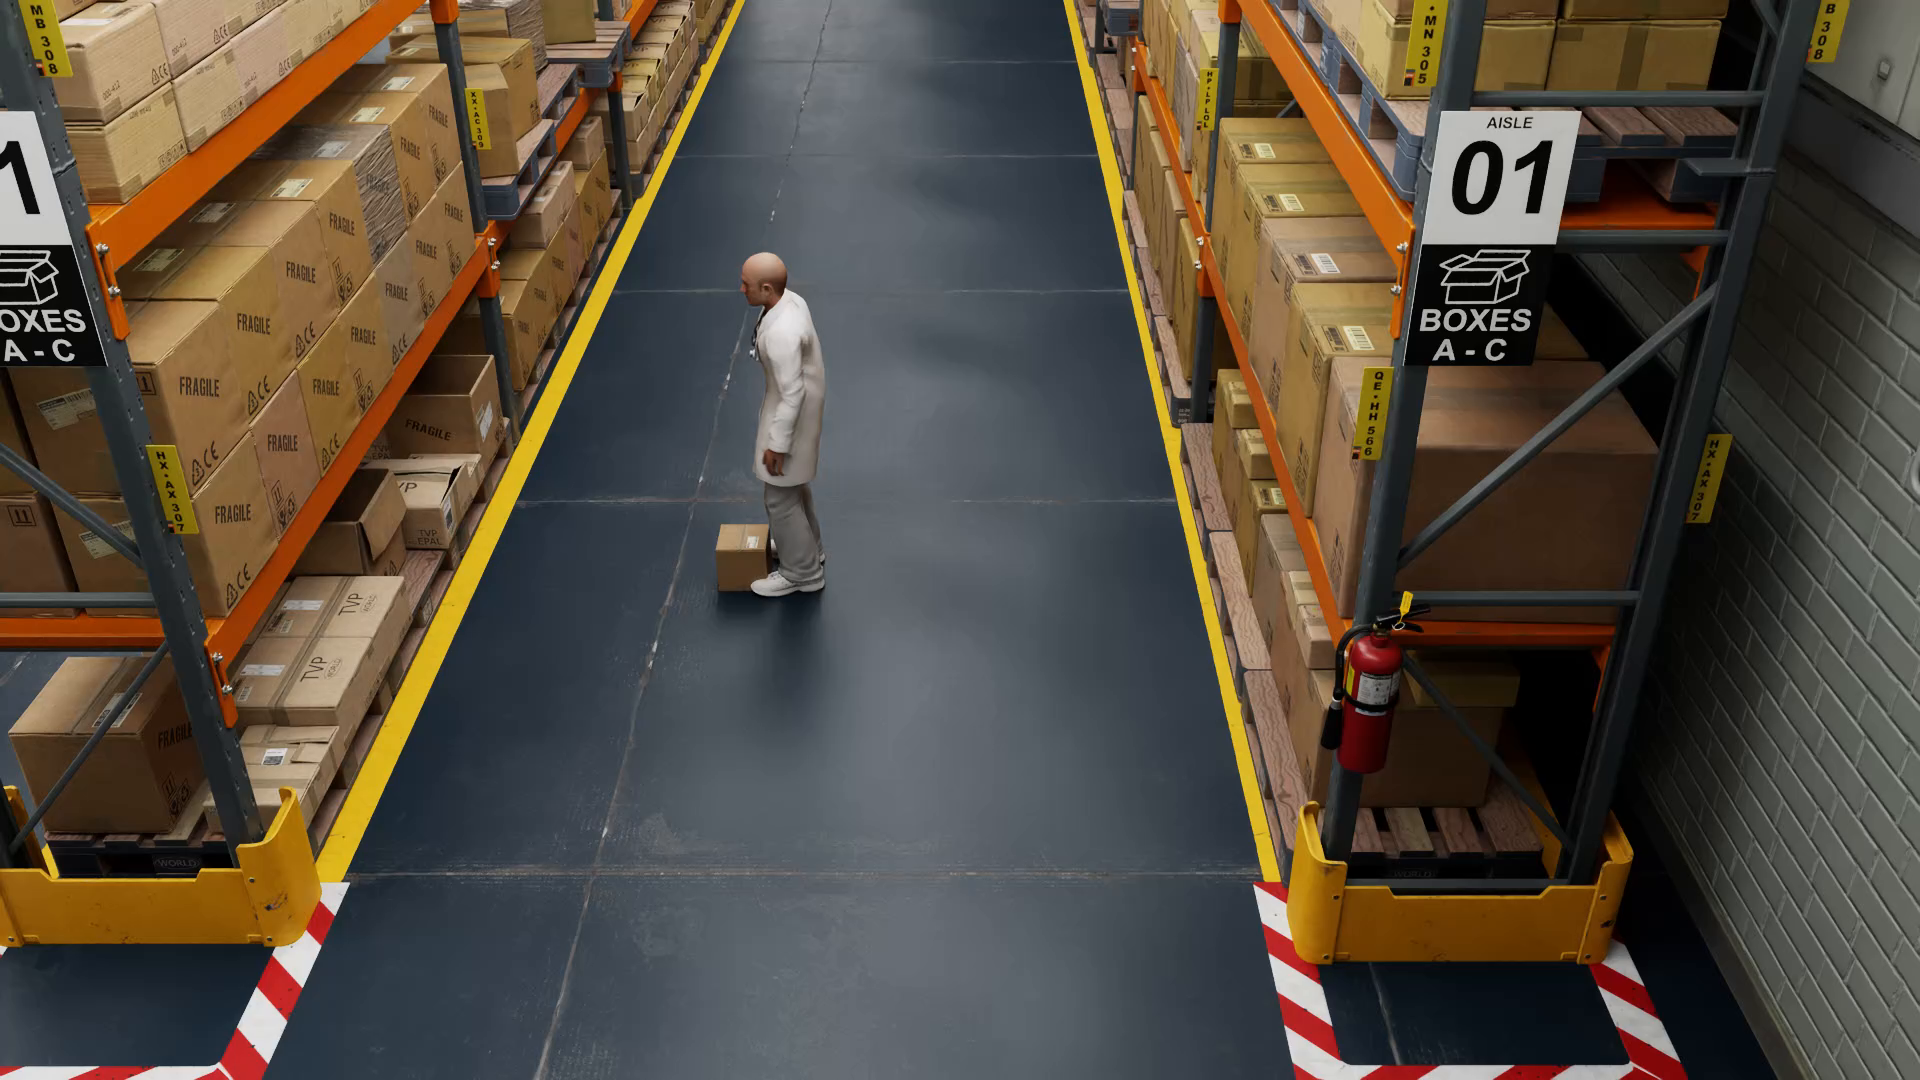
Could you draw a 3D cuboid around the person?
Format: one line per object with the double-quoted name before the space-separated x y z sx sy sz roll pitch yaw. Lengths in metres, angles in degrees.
"person" -0.854 -0.560 8.076 0.420 1.775 0.654 -2 31 -3
